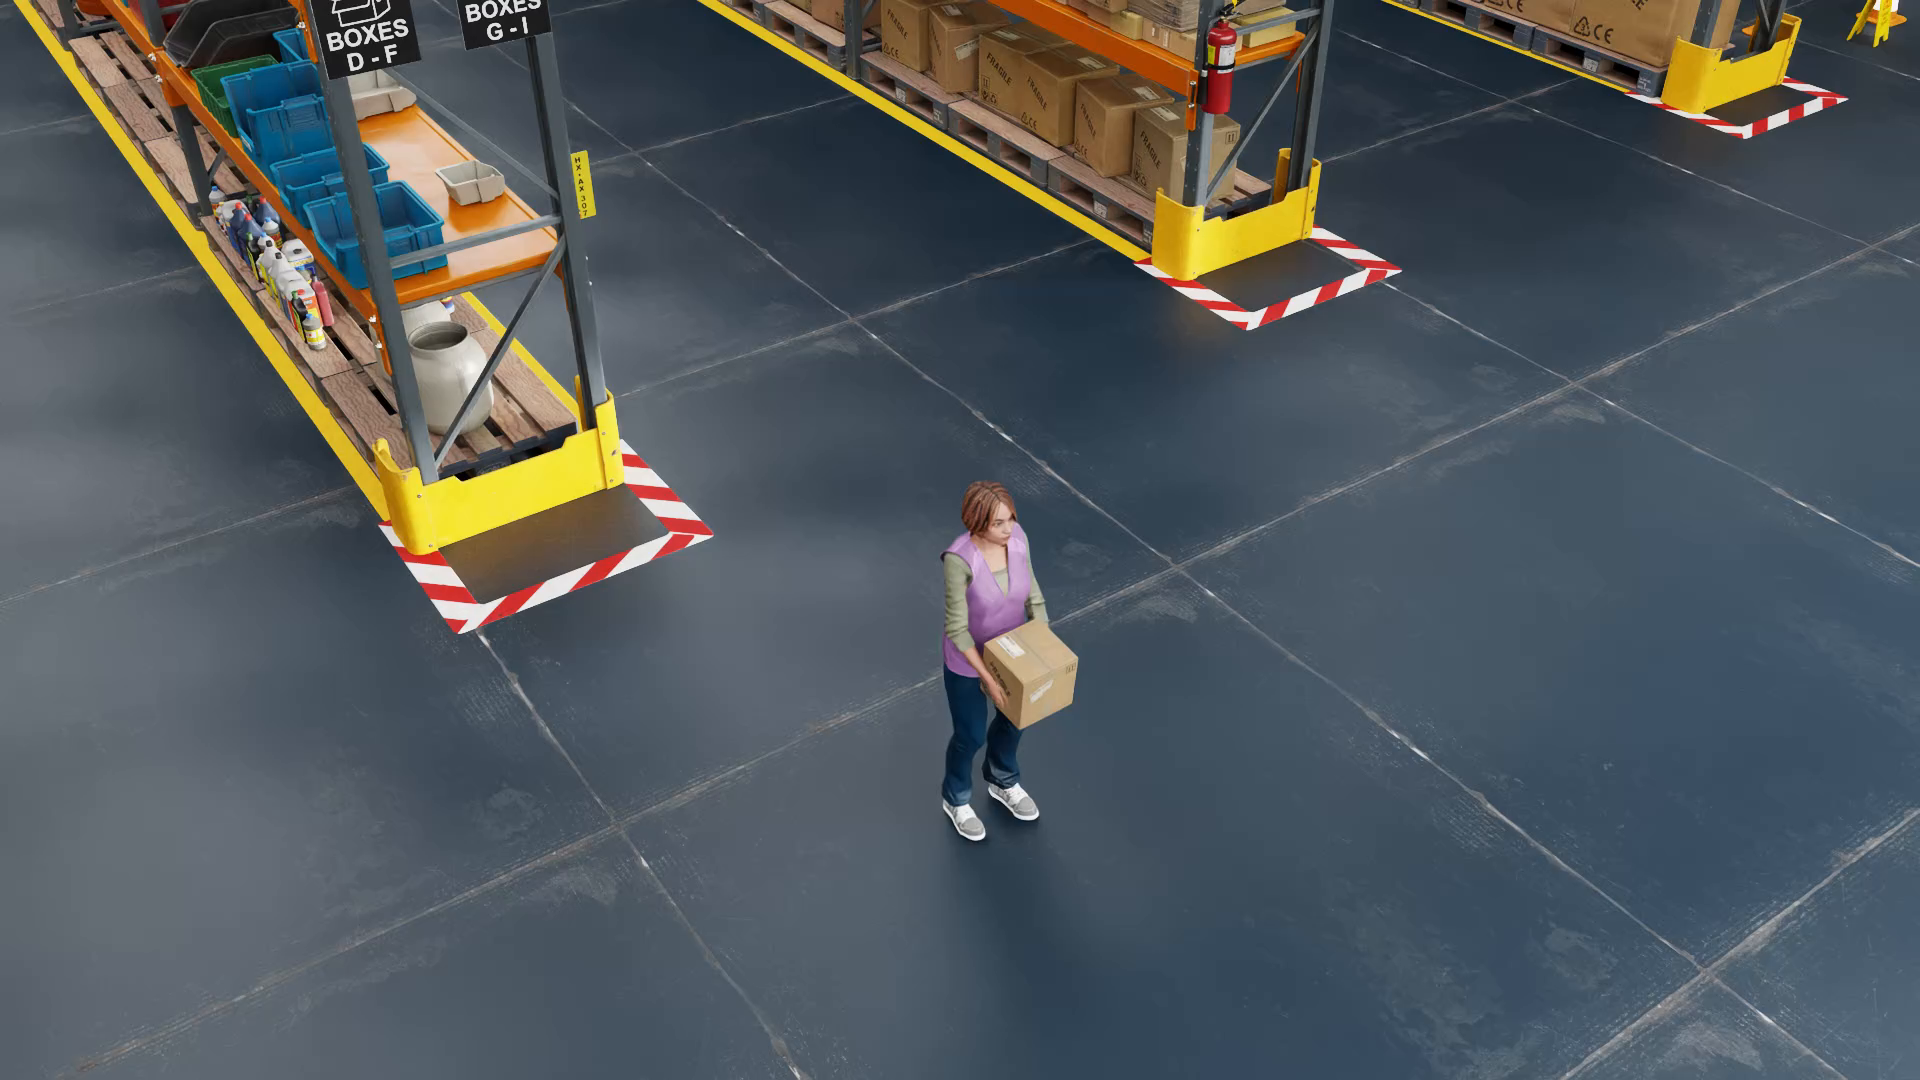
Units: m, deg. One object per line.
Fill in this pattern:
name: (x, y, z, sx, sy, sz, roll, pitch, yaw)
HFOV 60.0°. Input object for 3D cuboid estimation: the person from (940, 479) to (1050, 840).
person: (0.147, 0.481, 6.358, 0.440, 1.602, 0.461, -23, 43, -28)
